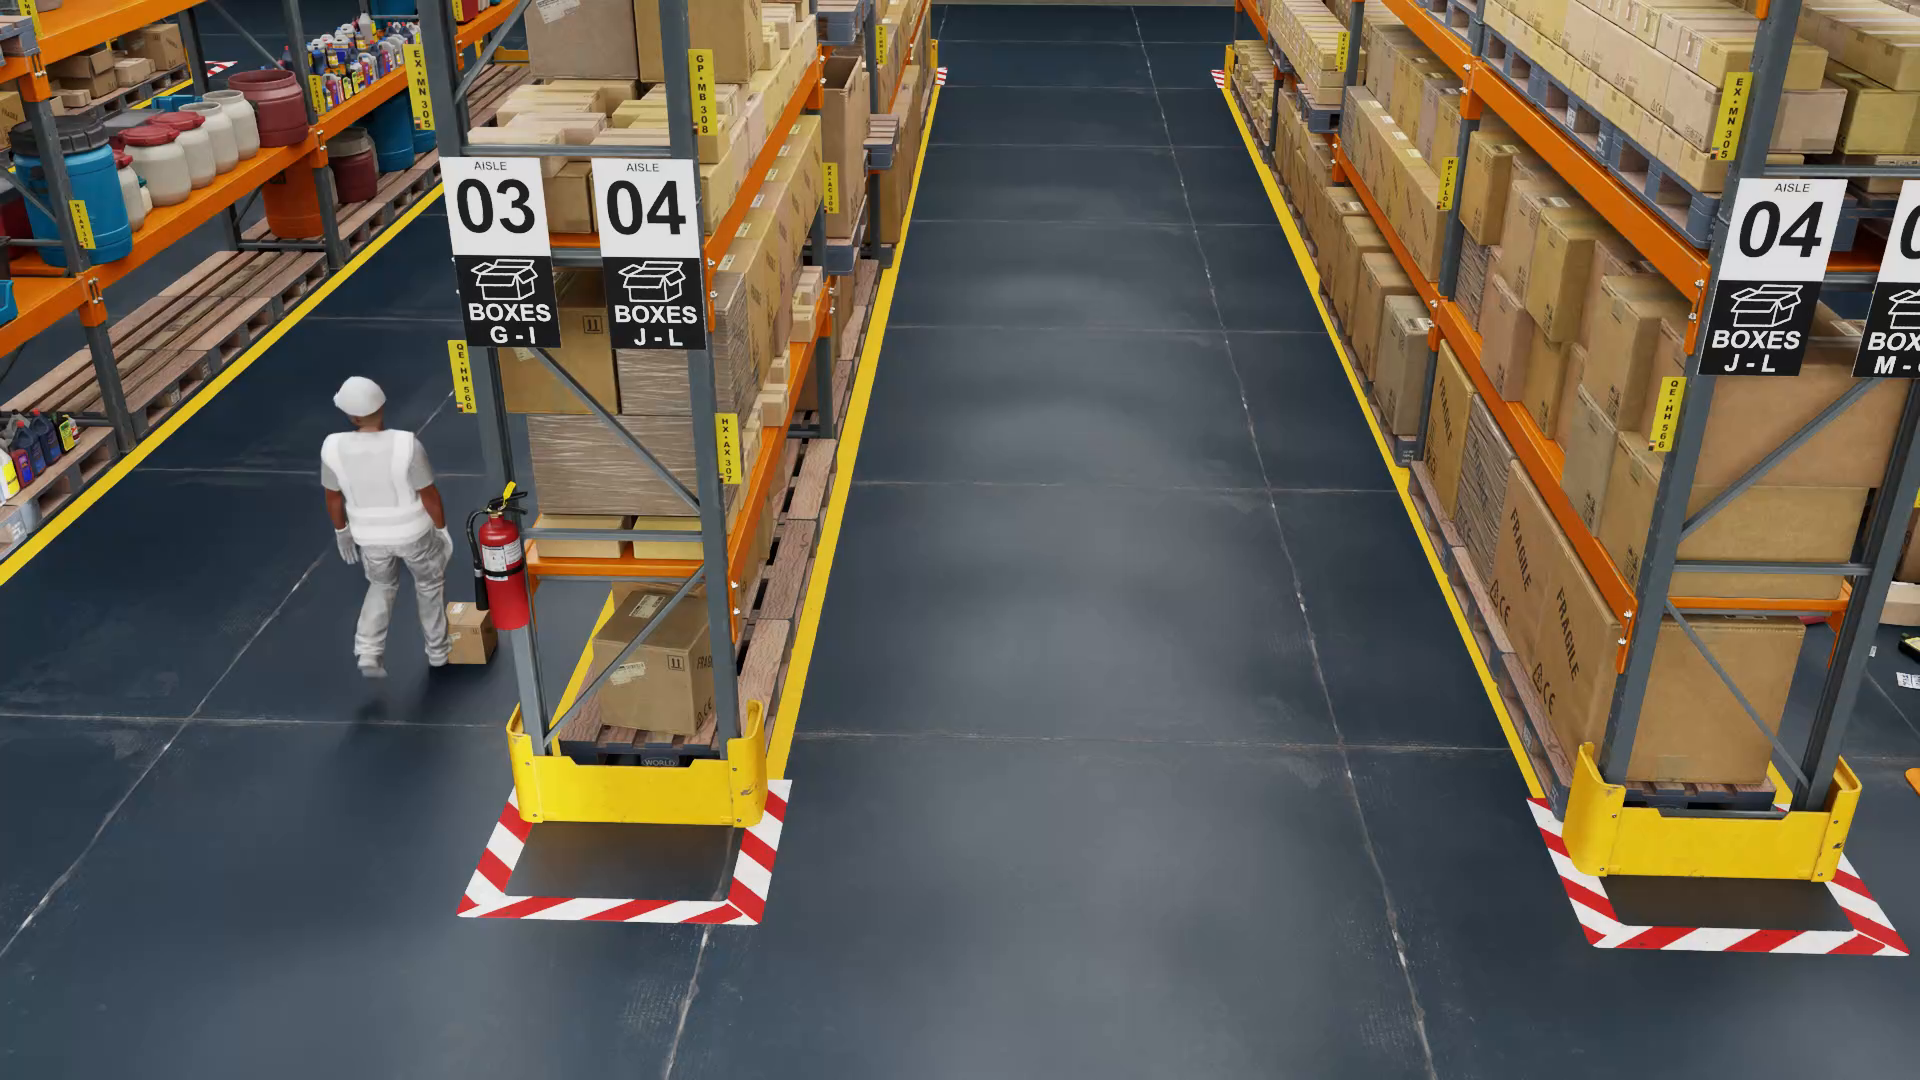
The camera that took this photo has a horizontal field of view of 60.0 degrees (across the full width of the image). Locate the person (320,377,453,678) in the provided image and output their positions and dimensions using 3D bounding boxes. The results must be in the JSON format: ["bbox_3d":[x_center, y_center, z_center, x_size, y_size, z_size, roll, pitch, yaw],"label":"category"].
[{"bbox_3d":[-2.960,-0.056,8.696,0.589,1.764,0.728,2,28,4],"label":"person"}]
